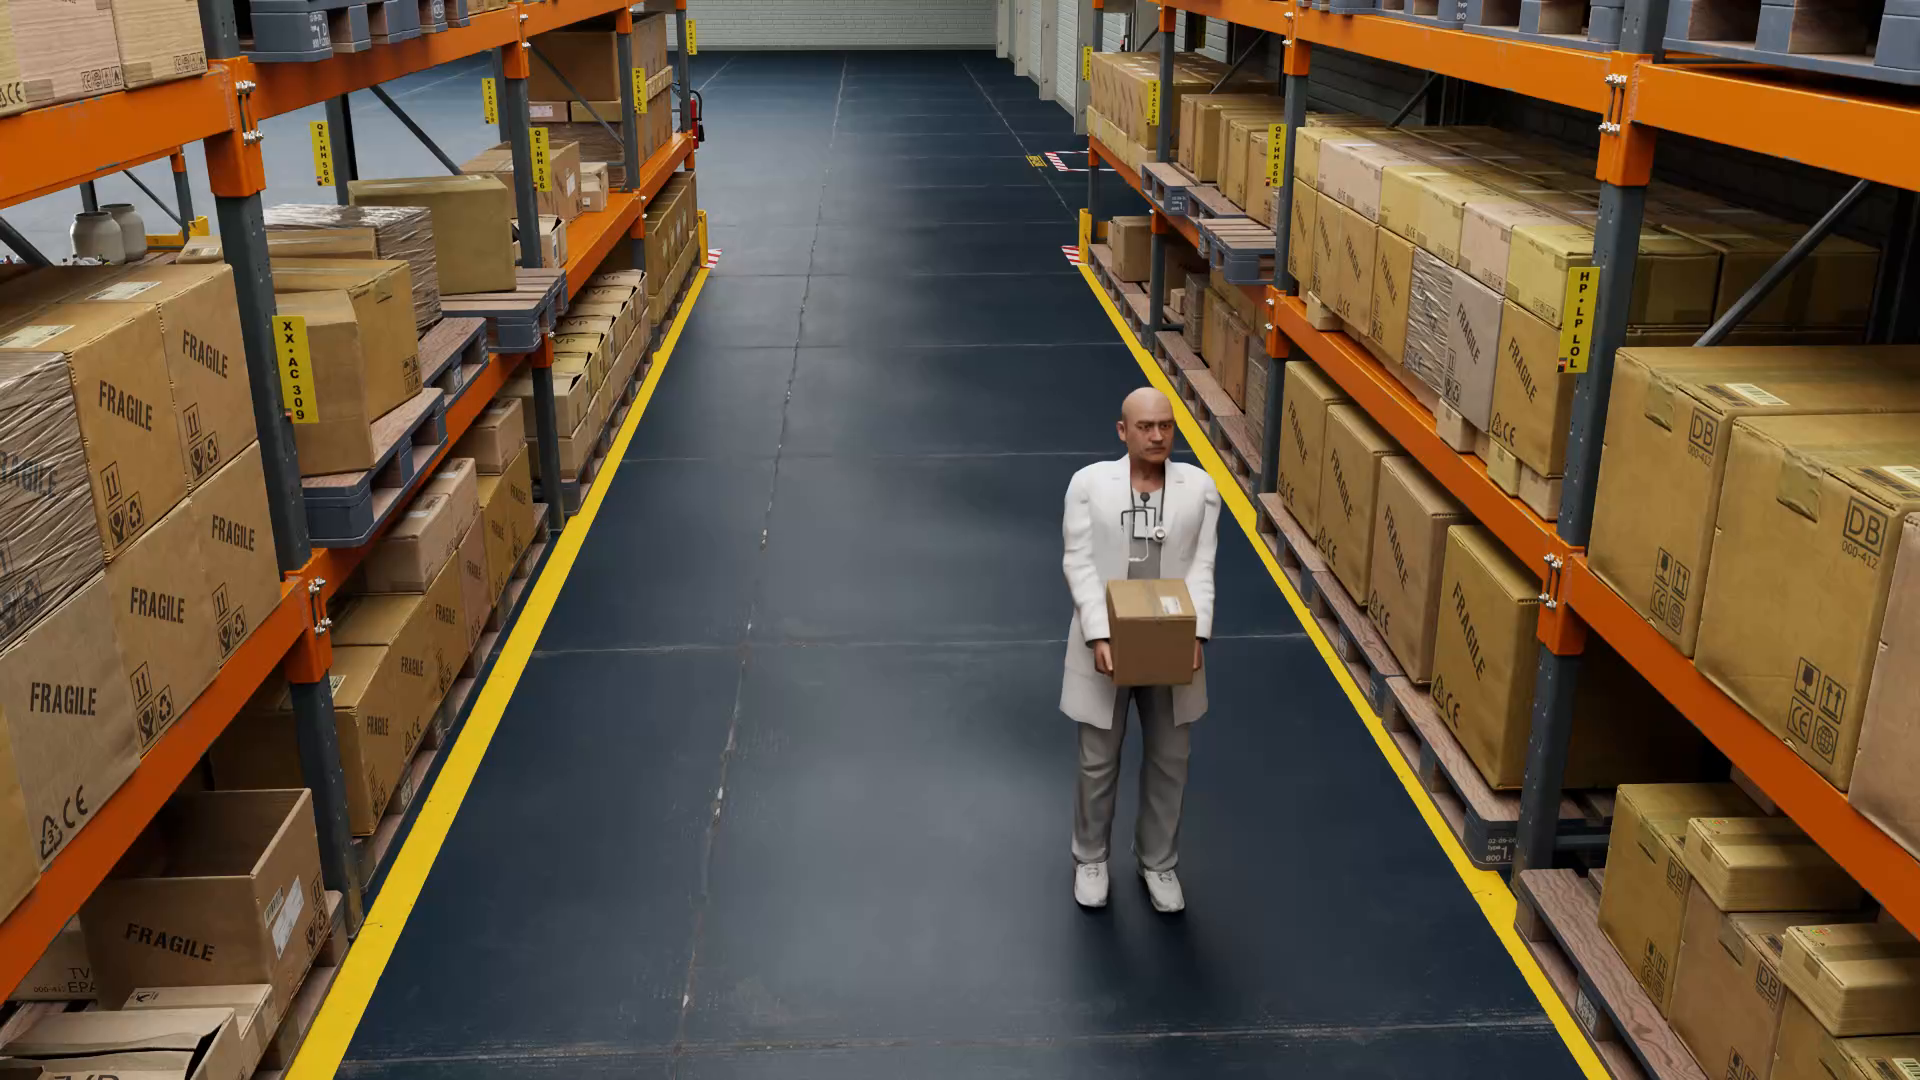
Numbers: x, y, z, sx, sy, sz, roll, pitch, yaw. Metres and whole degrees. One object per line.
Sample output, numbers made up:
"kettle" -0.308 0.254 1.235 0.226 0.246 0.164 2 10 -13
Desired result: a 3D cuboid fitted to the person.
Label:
"person" 0.602 0.402 5.507 0.530 1.769 0.563 -1 20 -2
